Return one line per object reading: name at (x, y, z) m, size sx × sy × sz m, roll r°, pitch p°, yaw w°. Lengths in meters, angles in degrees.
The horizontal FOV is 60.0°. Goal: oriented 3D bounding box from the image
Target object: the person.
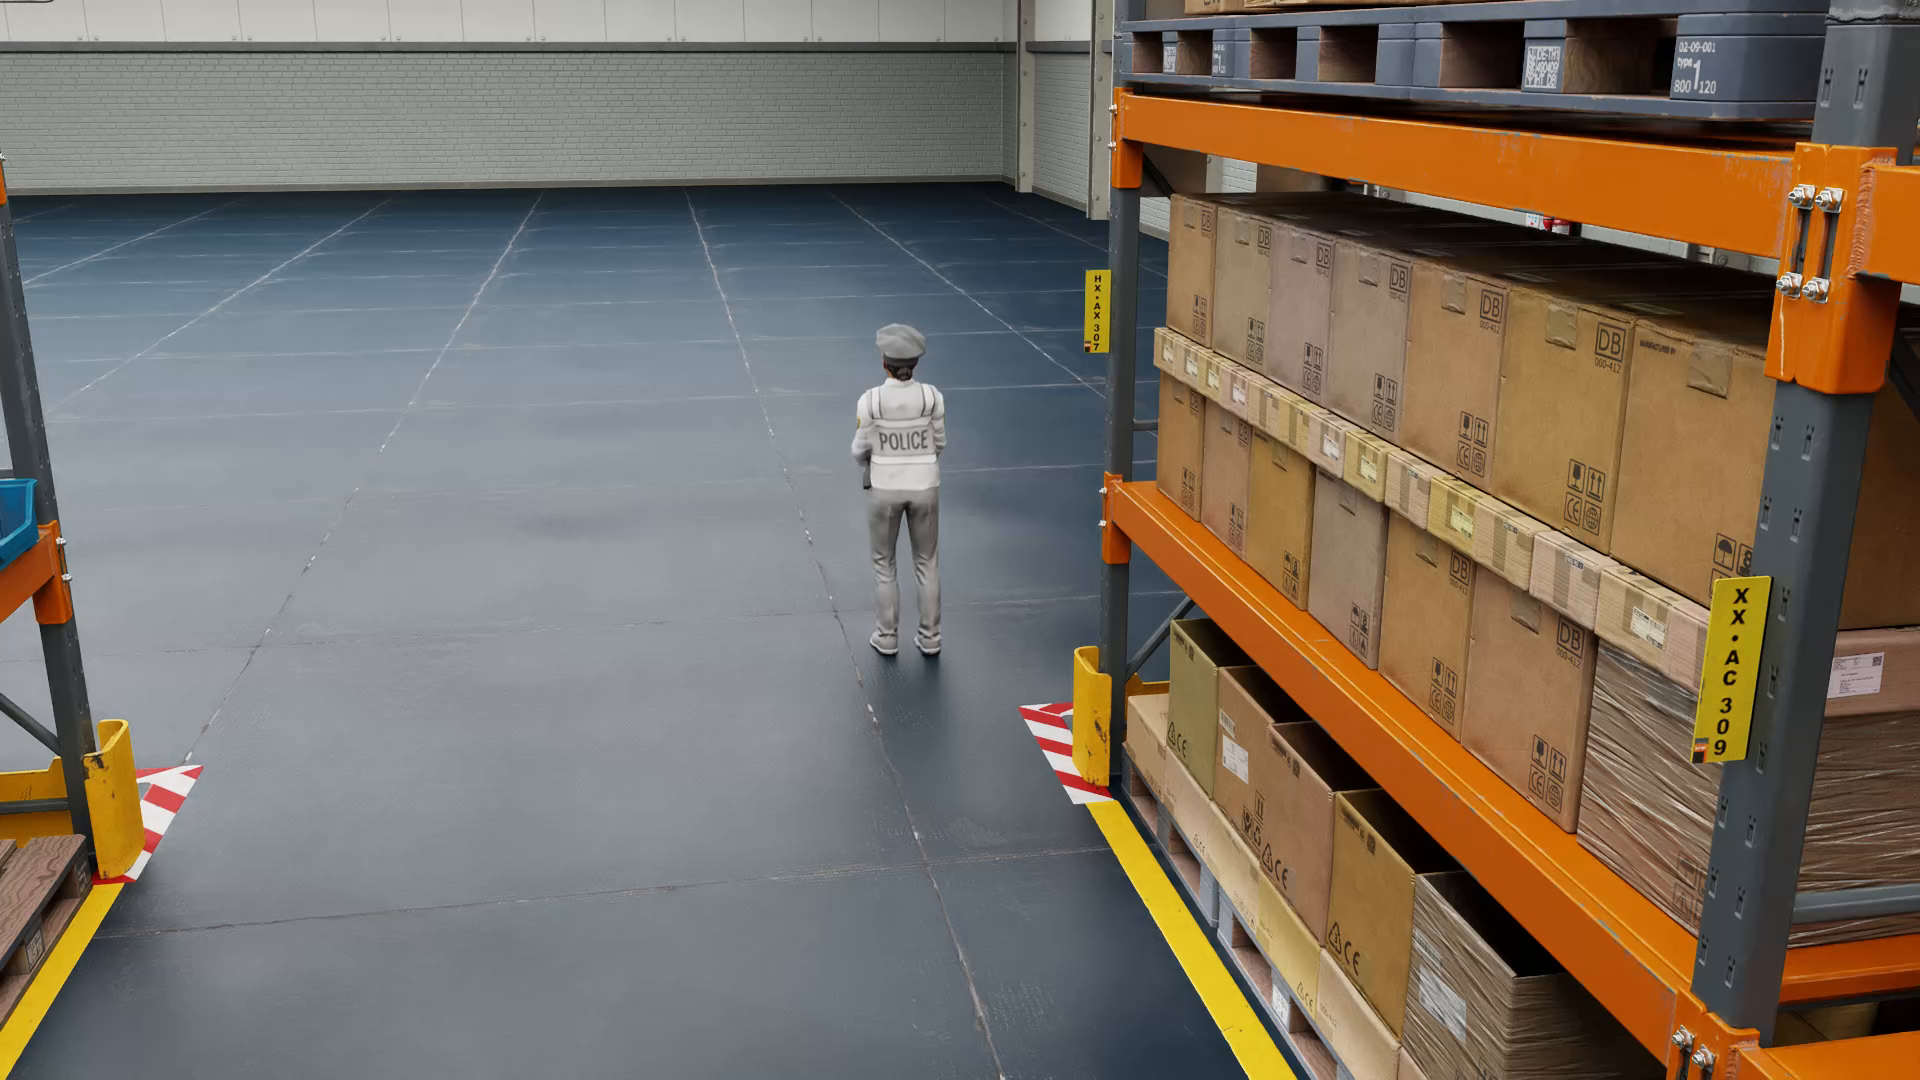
person at (-0.305, -0.255, 8.339) m, size 0.467 × 1.695 × 0.554 m, roll -3°, pitch 17°, yaw -11°
